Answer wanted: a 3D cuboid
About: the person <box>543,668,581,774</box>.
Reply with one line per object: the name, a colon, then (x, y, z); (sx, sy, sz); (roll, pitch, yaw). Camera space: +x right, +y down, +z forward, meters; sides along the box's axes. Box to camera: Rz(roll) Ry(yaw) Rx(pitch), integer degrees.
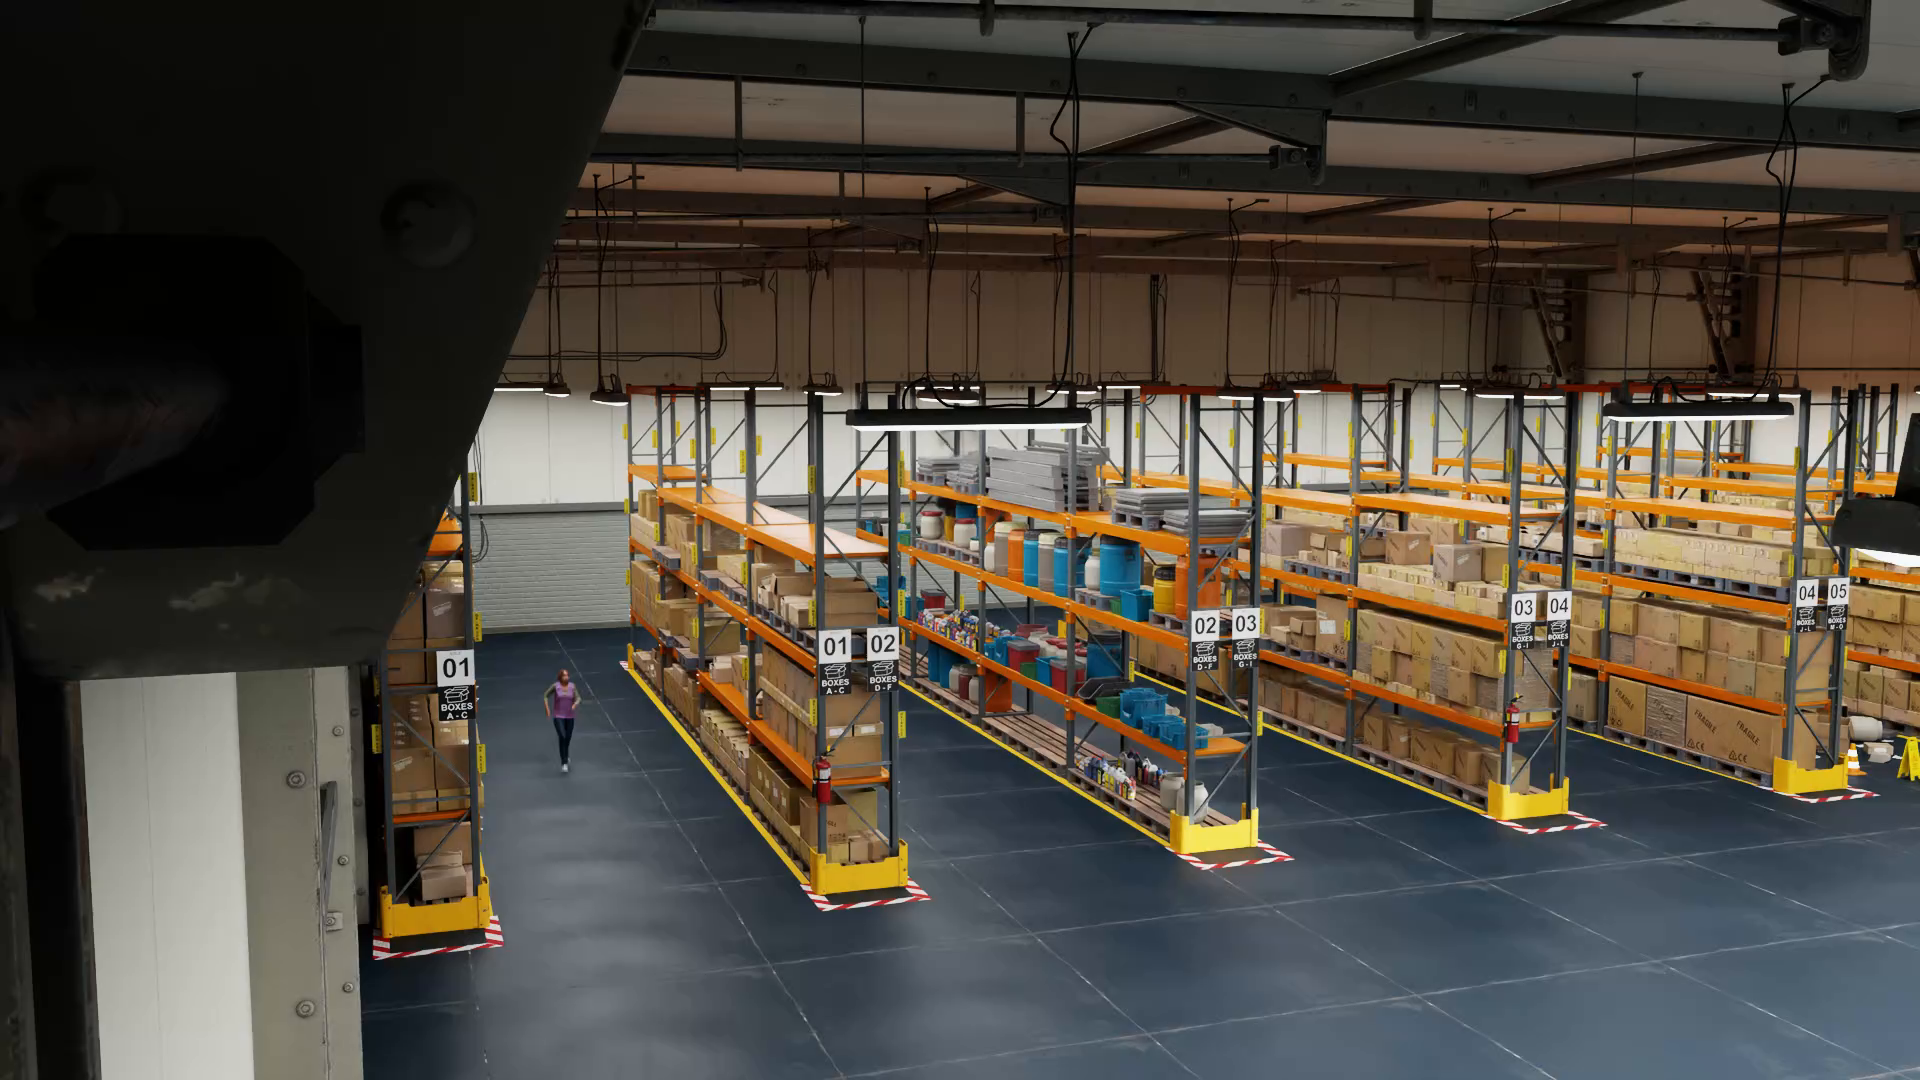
person: (-6.264, 2.832, 26.282); (0.547, 1.639, 0.704); (-3, 7, -30)
